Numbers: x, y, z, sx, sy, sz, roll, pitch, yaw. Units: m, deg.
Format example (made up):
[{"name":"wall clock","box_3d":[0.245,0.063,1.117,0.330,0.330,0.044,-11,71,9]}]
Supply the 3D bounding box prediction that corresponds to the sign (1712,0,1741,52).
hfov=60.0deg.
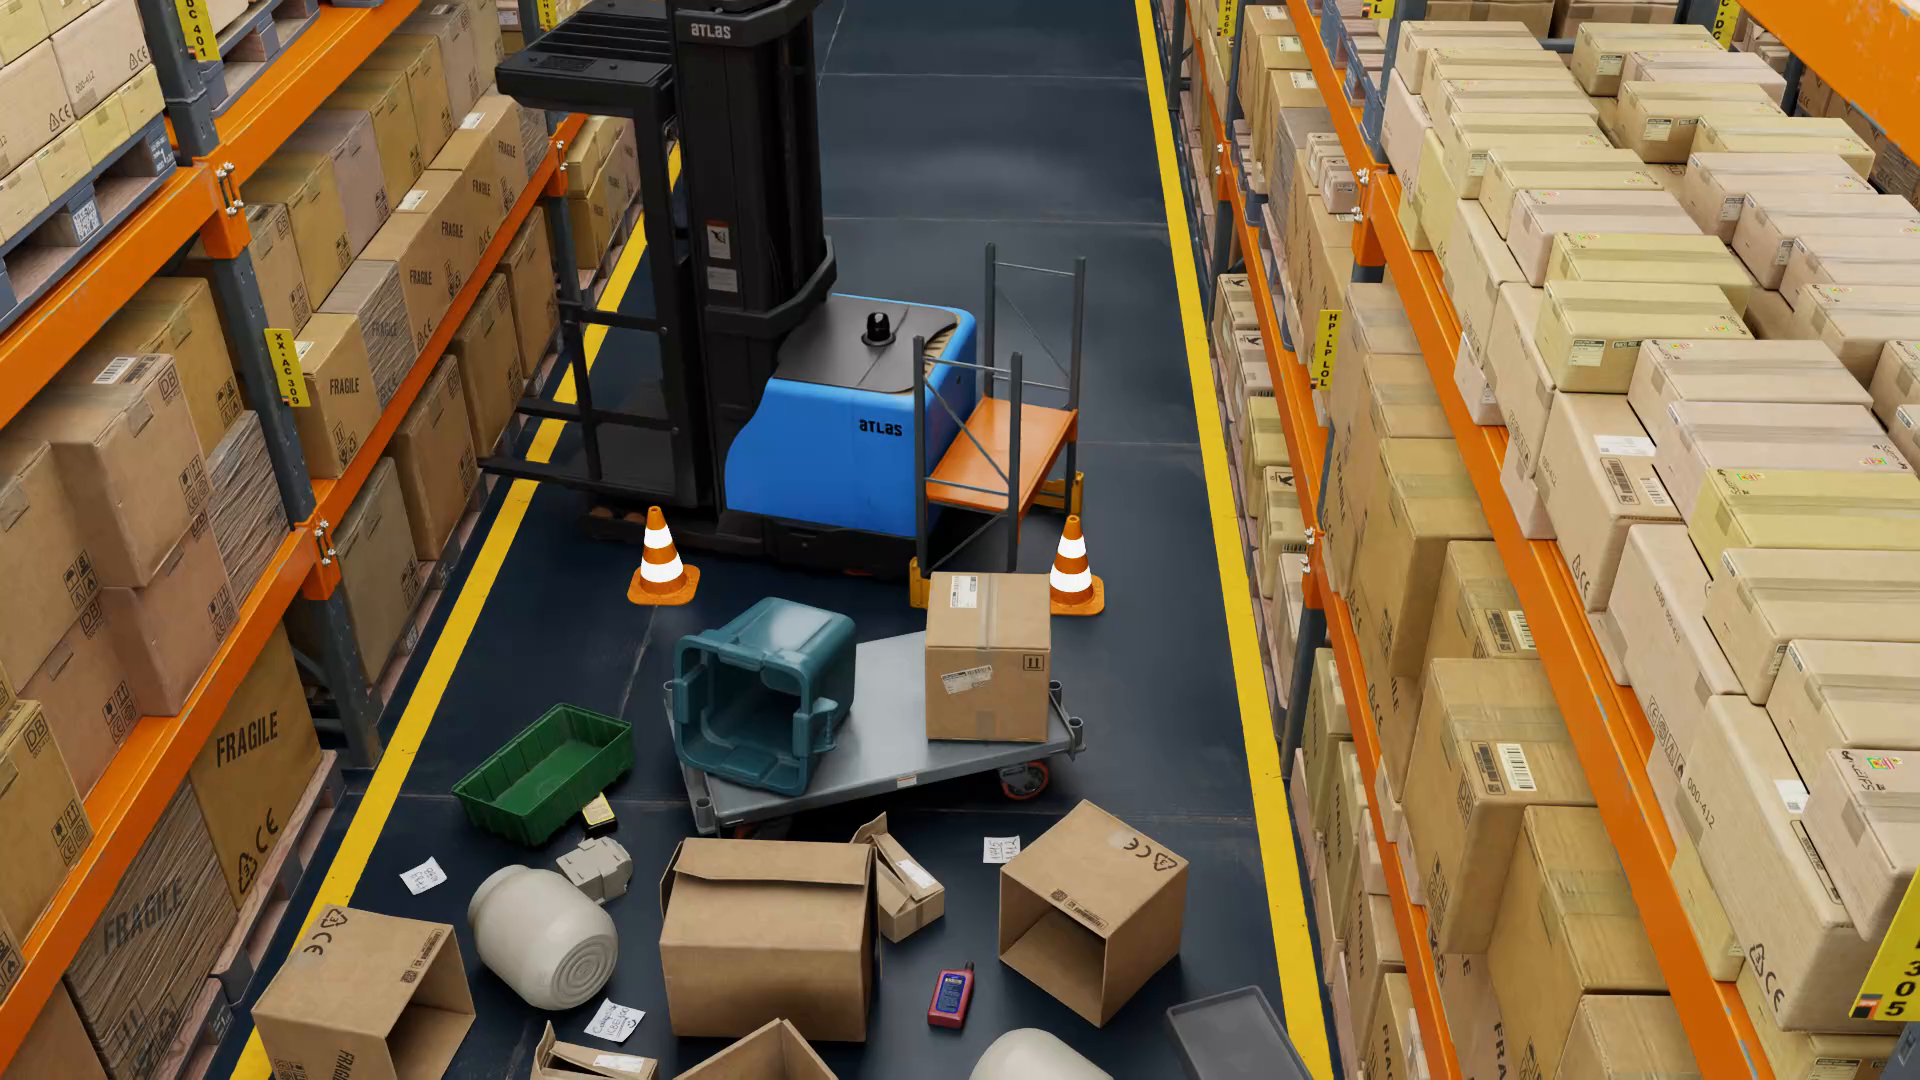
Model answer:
[{"name":"sign","box_3d":[2.442,-1.637,5.358,0.100,0.325,0.005,1,35,2]}]

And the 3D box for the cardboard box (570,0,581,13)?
[{"name":"cardboard box","box_3d":[-2.644,-3.479,10.632,0.380,0.149,0.250,1,35,2]}]

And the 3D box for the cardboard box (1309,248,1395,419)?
[{"name":"cardboard box","box_3d":[1.688,-0.812,6.531,0.500,0.500,0.500,1,35,1]}]

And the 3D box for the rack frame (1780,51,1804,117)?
[{"name":"rack frame","box_3d":[7.180,-4.690,12.761,1.000,3.000,0.127,1,35,2]}]

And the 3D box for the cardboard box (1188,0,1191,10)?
[{"name":"cardboard box","box_3d":[1.883,-3.903,11.771,0.500,0.250,0.500,1,35,2]}]

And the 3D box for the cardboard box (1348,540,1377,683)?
[{"name":"cardboard box","box_3d":[1.606,0.166,5.505,0.500,0.500,0.500,1,35,2]}]

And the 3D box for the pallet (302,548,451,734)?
[{"name":"pallet","box_3d":[-3.095,0.433,7.896,1.003,0.211,1.213,1,35,2]}]

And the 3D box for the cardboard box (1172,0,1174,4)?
[{"name":"cardboard box","box_3d":[2.426,-5.317,15.515,0.875,0.438,0.875,2,35,3]}]

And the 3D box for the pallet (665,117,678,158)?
[{"name":"pallet","box_3d":[-2.759,-3.271,13.166,1.003,0.211,1.213,1,35,2]}]

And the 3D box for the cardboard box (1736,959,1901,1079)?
[{"name":"cardboard box","box_3d":[1.473,0.756,2.621,0.380,0.149,0.250,1,35,2]}]

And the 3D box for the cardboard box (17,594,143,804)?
[{"name":"cardboard box","box_3d":[-3.193,0.512,5.228,0.875,0.550,0.550,1,35,2]}]

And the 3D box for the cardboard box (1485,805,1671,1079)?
[{"name":"cardboard box","box_3d":[1.569,0.931,3.547,0.700,0.500,0.500,2,35,2]}]

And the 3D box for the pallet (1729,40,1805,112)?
[{"name":"pallet","box_3d":[7.209,-3.944,14.124,1.003,0.211,1.213,1,35,2]}]

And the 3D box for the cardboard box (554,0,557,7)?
[{"name":"cardboard box","box_3d":[-2.670,-3.289,10.102,0.380,0.149,0.250,0,35,1]}]

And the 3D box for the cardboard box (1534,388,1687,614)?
[{"name":"cardboard box","box_3d":[1.527,-0.083,3.468,0.500,0.250,0.500,2,35,3]}]

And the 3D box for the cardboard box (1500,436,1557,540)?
[{"name":"cardboard box","box_3d":[1.491,-0.128,3.878,0.380,0.149,0.250,1,35,1]}]

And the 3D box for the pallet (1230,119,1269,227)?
[{"name":"pallet","box_3d":[2.138,-2.014,9.120,1.213,0.211,1.003,1,35,2]}]

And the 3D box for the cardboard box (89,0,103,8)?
[{"name":"cardboard box","box_3d":[-2.747,-1.709,4.982,0.380,0.149,0.250,1,35,1]}]

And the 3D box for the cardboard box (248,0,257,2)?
[{"name":"cardboard box","box_3d":[-2.761,-2.190,6.361,0.250,0.149,0.380,1,35,2]}]

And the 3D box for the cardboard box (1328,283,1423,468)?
[{"name":"cardboard box","box_3d":[1.665,-0.530,5.626,0.700,0.500,0.500,1,35,1]}]

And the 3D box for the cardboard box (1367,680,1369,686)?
[{"name":"cardboard box","box_3d":[1.583,0.511,5.579,0.380,0.149,0.250,2,35,3]}]

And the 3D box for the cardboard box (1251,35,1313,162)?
[{"name":"cardboard box","box_3d":[1.797,-2.286,8.629,0.500,0.500,0.500,3,35,4]}]

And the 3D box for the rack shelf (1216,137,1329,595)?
[{"name":"rack shelf","box_3d":[1.980,-1.061,8.223,1.077,0.370,4.000,1,35,2]}]

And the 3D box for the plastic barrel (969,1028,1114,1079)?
[{"name":"plastic barrel","box_3d":[0.309,1.924,5.590,0.512,0.421,0.421,28,44,33]}]

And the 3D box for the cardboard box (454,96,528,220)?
[{"name":"cardboard box","box_3d":[-2.661,-2.050,8.917,0.500,0.500,0.500,1,35,2]}]

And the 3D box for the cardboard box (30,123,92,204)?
[{"name":"cardboard box","box_3d":[-2.765,-1.090,4.795,0.380,0.149,0.250,2,35,3]}]

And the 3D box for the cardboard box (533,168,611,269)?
[{"name":"cardboard box","box_3d":[-2.607,-2.110,10.899,0.500,0.500,0.500,0,35,0]}]

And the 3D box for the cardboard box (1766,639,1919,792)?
[{"name":"cardboard box","box_3d":[1.506,0.293,2.587,0.380,0.149,0.250,2,35,3]}]

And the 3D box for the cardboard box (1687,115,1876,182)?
[{"name":"cardboard box","box_3d":[2.192,-1.019,4.454,0.380,0.149,0.250,2,35,3]}]

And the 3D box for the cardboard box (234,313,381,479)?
[{"name":"cardboard box","box_3d":[-2.761,-0.599,6.853,0.500,0.500,0.500,2,35,2]}]

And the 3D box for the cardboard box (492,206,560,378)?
[{"name":"cardboard box","box_3d":[-3.005,-1.464,9.762,1.050,0.750,0.750,1,35,1]}]

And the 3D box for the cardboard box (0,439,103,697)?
[{"name":"cardboard box","box_3d":[-3.165,0.071,4.916,0.875,0.550,0.550,1,35,2]}]

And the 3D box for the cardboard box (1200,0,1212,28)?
[{"name":"cardboard box","box_3d":[1.842,-3.521,10.793,0.500,0.250,0.500,0,35,1]}]

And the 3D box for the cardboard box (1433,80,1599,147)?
[{"name":"cardboard box","box_3d":[1.559,-1.182,4.685,0.380,0.149,0.250,0,35,0]}]

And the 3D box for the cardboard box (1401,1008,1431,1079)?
[{"name":"cardboard box","box_3d":[1.483,1.498,4.765,0.380,0.149,0.250,3,35,4]}]

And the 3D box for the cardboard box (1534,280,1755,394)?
[{"name":"cardboard box","box_3d":[1.485,-0.442,3.632,0.380,0.149,0.250,2,35,3]}]

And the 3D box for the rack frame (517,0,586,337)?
[{"name":"rack frame","box_3d":[-2.890,-2.561,9.731,1.000,3.000,0.127,1,35,2]}]

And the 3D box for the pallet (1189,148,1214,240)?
[{"name":"pallet","box_3d":[2.219,-2.514,12.089,1.003,0.211,1.213,1,35,2]}]

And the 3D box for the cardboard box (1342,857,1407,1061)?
[{"name":"cardboard box","box_3d":[1.573,1.378,5.500,0.500,0.500,0.500,3,35,4]}]

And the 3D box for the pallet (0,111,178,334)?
[{"name":"pallet","box_3d":[-3.094,-0.984,4.955,1.003,0.211,1.213,1,35,2]}]

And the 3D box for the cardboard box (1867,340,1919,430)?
[{"name":"cardboard box","box_3d":[2.113,-0.281,3.403,0.380,0.149,0.250,2,35,3]}]

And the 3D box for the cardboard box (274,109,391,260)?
[{"name":"cardboard box","box_3d":[-2.998,-1.584,7.384,0.700,0.500,0.500,2,35,2]}]

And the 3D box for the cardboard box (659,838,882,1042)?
[{"name":"cardboard box","box_3d":[-0.691,1.452,6.073,0.797,0.637,0.503,1,35,2]}]

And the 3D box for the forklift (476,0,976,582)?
[{"name":"forklift","box_3d":[-1.477,-1.454,8.216,3.031,2.935,1.130,9,36,12]}]

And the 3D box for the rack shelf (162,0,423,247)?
[{"name":"rack shelf","box_3d":[-2.971,-2.345,7.440,1.077,0.370,4.000,1,35,2]}]

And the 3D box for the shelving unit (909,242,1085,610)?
[{"name":"shelving unit","box_3d":[0.202,-0.524,8.137,0.587,1.500,1.083,11,37,16]}]

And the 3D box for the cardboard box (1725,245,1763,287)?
[{"name":"cardboard box","box_3d":[2.096,-0.651,4.277,0.500,0.250,0.500,1,35,1]}]

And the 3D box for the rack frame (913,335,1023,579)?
[{"name":"rack frame","box_3d":[0.032,-0.243,7.737,0.500,1.500,0.032,11,37,16]}]

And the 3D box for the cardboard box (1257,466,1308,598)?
[{"name":"cardboard box","box_3d":[1.943,-0.018,8.032,0.950,0.372,0.625,3,35,5]}]

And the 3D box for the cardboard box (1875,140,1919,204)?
[{"name":"cardboard box","box_3d":[6.873,-2.676,11.703,0.500,0.500,0.500,0,35,0]}]

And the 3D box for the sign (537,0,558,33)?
[{"name":"sign","box_3d":[-2.336,-3.024,9.382,0.100,0.325,0.005,1,35,2]}]

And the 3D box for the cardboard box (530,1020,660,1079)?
[{"name":"cardboard box","box_3d":[-1.280,1.886,5.781,0.396,0.266,0.258,7,36,10]}]

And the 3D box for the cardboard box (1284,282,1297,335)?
[{"name":"cardboard box","box_3d":[1.653,-1.024,7.397,0.380,0.149,0.250,2,35,2]}]

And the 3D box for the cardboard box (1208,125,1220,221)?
[{"name":"cardboard box","box_3d":[2.211,-2.714,11.432,0.875,0.875,0.875,2,35,2]}]

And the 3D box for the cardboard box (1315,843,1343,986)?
[{"name":"cardboard box","box_3d":[1.596,1.386,6.140,0.500,0.250,0.500,3,35,5]}]

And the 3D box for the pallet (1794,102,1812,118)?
[{"name":"pallet","box_3d":[7.185,-3.081,12.896,1.003,0.211,1.213,1,35,2]}]
